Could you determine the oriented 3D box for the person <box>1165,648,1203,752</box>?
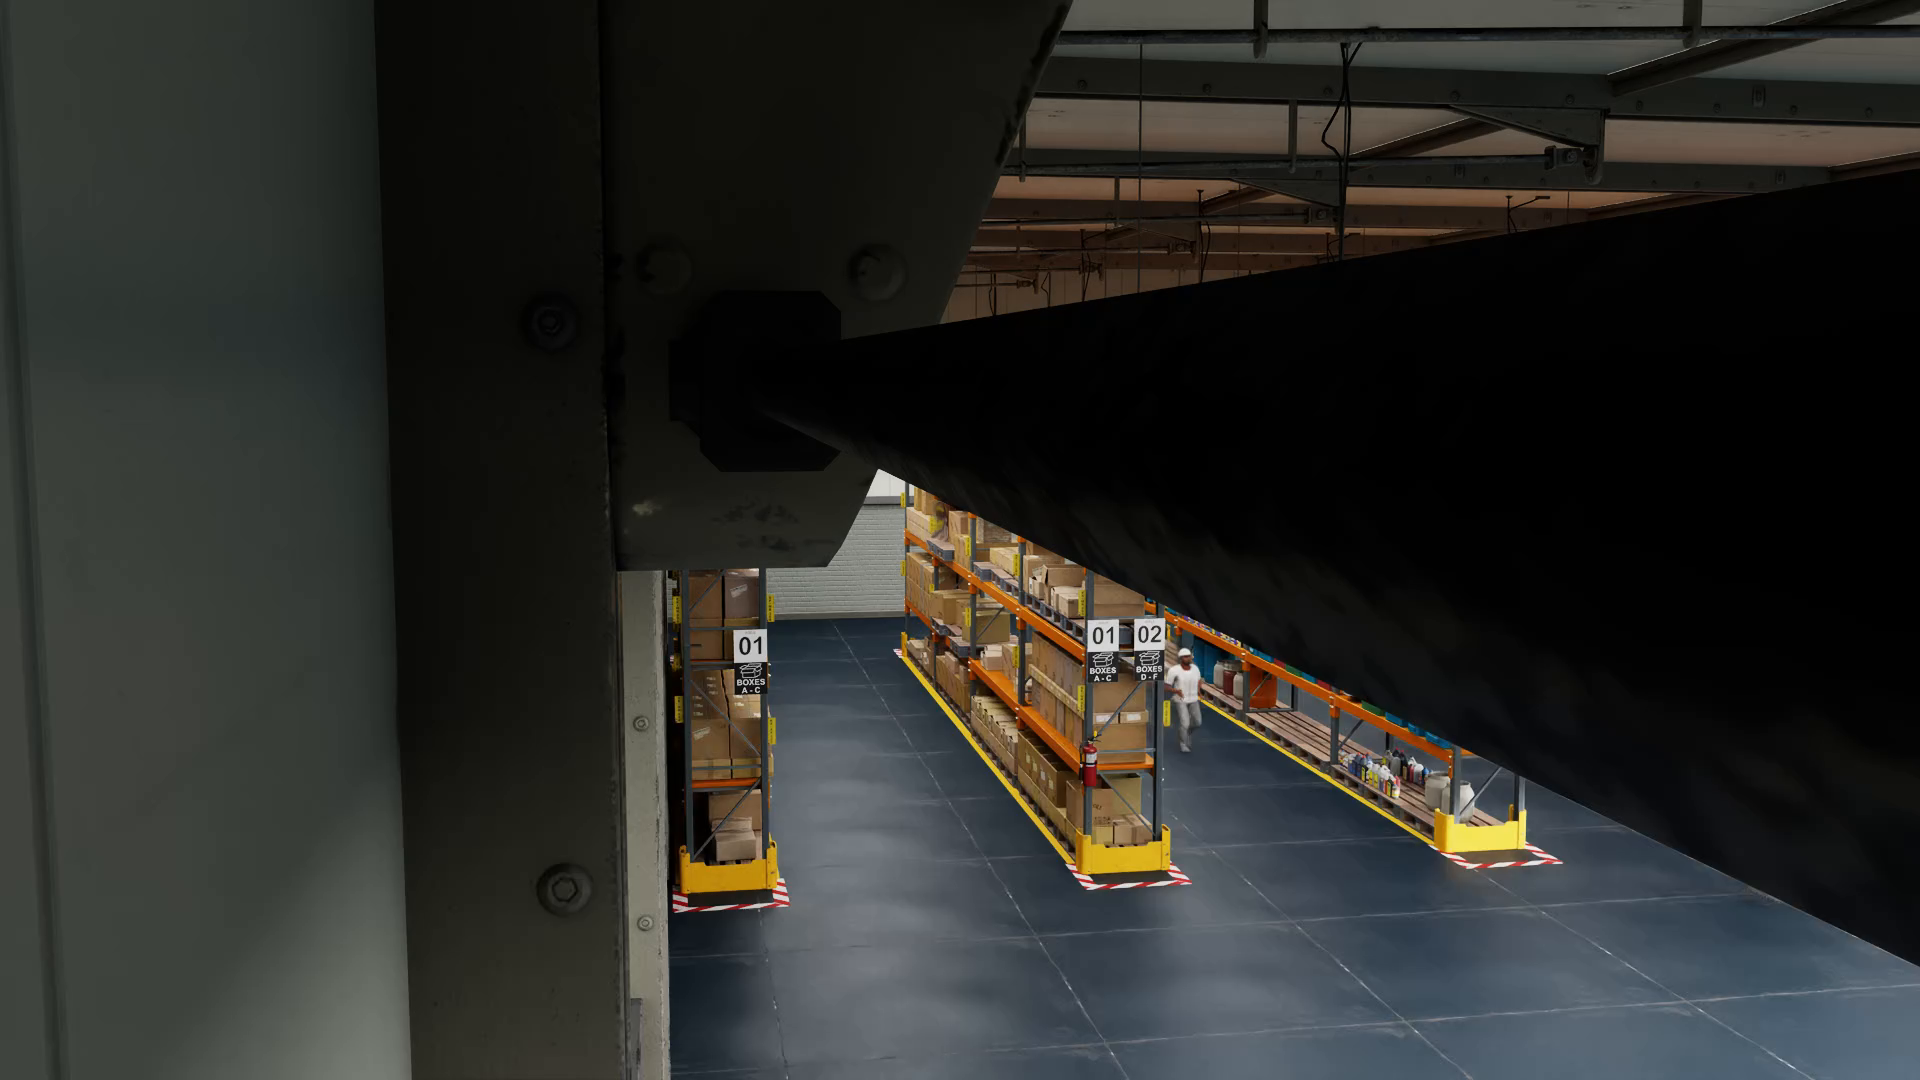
[{"bbox_3d":[3.730,2.638,27.313,0.692,1.720,0.589,-2,6,-19],"label":"person"}]
